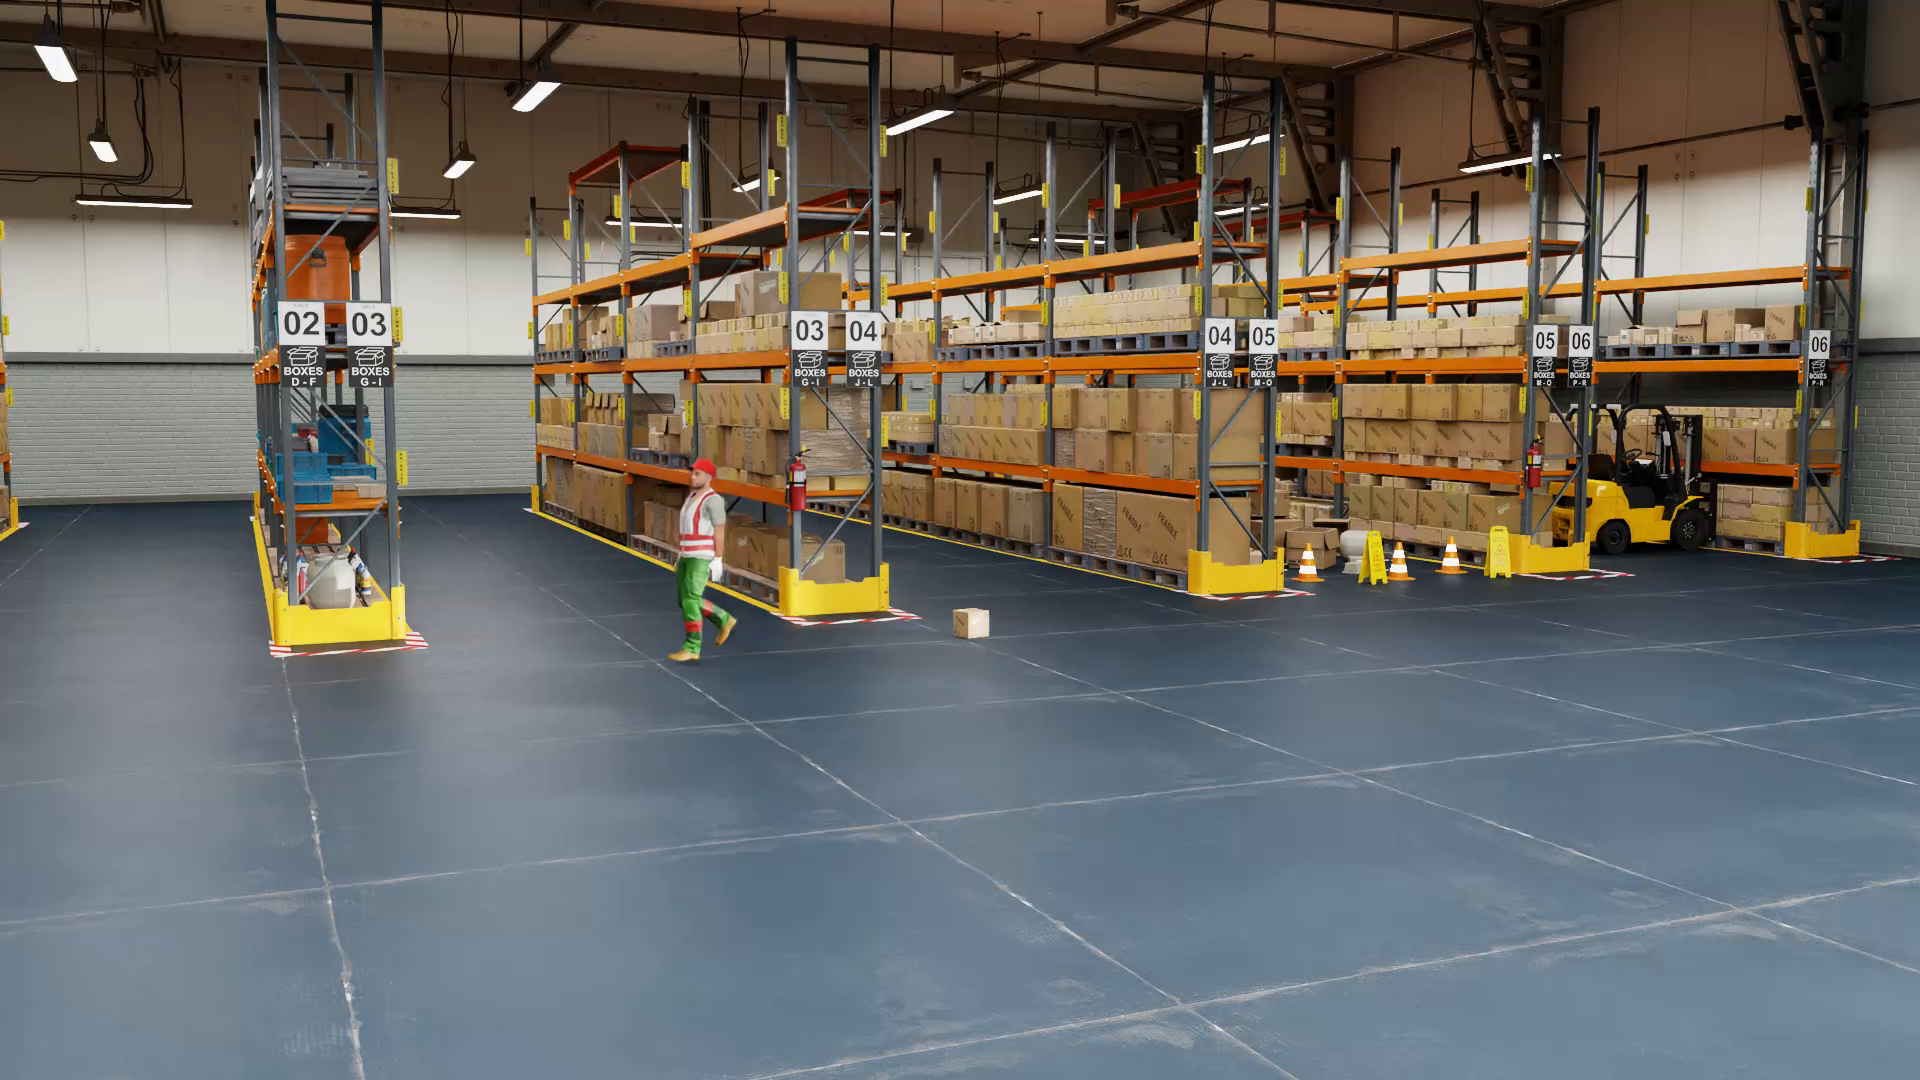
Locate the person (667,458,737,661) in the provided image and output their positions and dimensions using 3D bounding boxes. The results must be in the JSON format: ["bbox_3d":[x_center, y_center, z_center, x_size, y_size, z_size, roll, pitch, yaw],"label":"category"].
[{"bbox_3d":[-2.284,0.160,14.700,0.757,1.766,0.539,-4,7,-35],"label":"person"}]
